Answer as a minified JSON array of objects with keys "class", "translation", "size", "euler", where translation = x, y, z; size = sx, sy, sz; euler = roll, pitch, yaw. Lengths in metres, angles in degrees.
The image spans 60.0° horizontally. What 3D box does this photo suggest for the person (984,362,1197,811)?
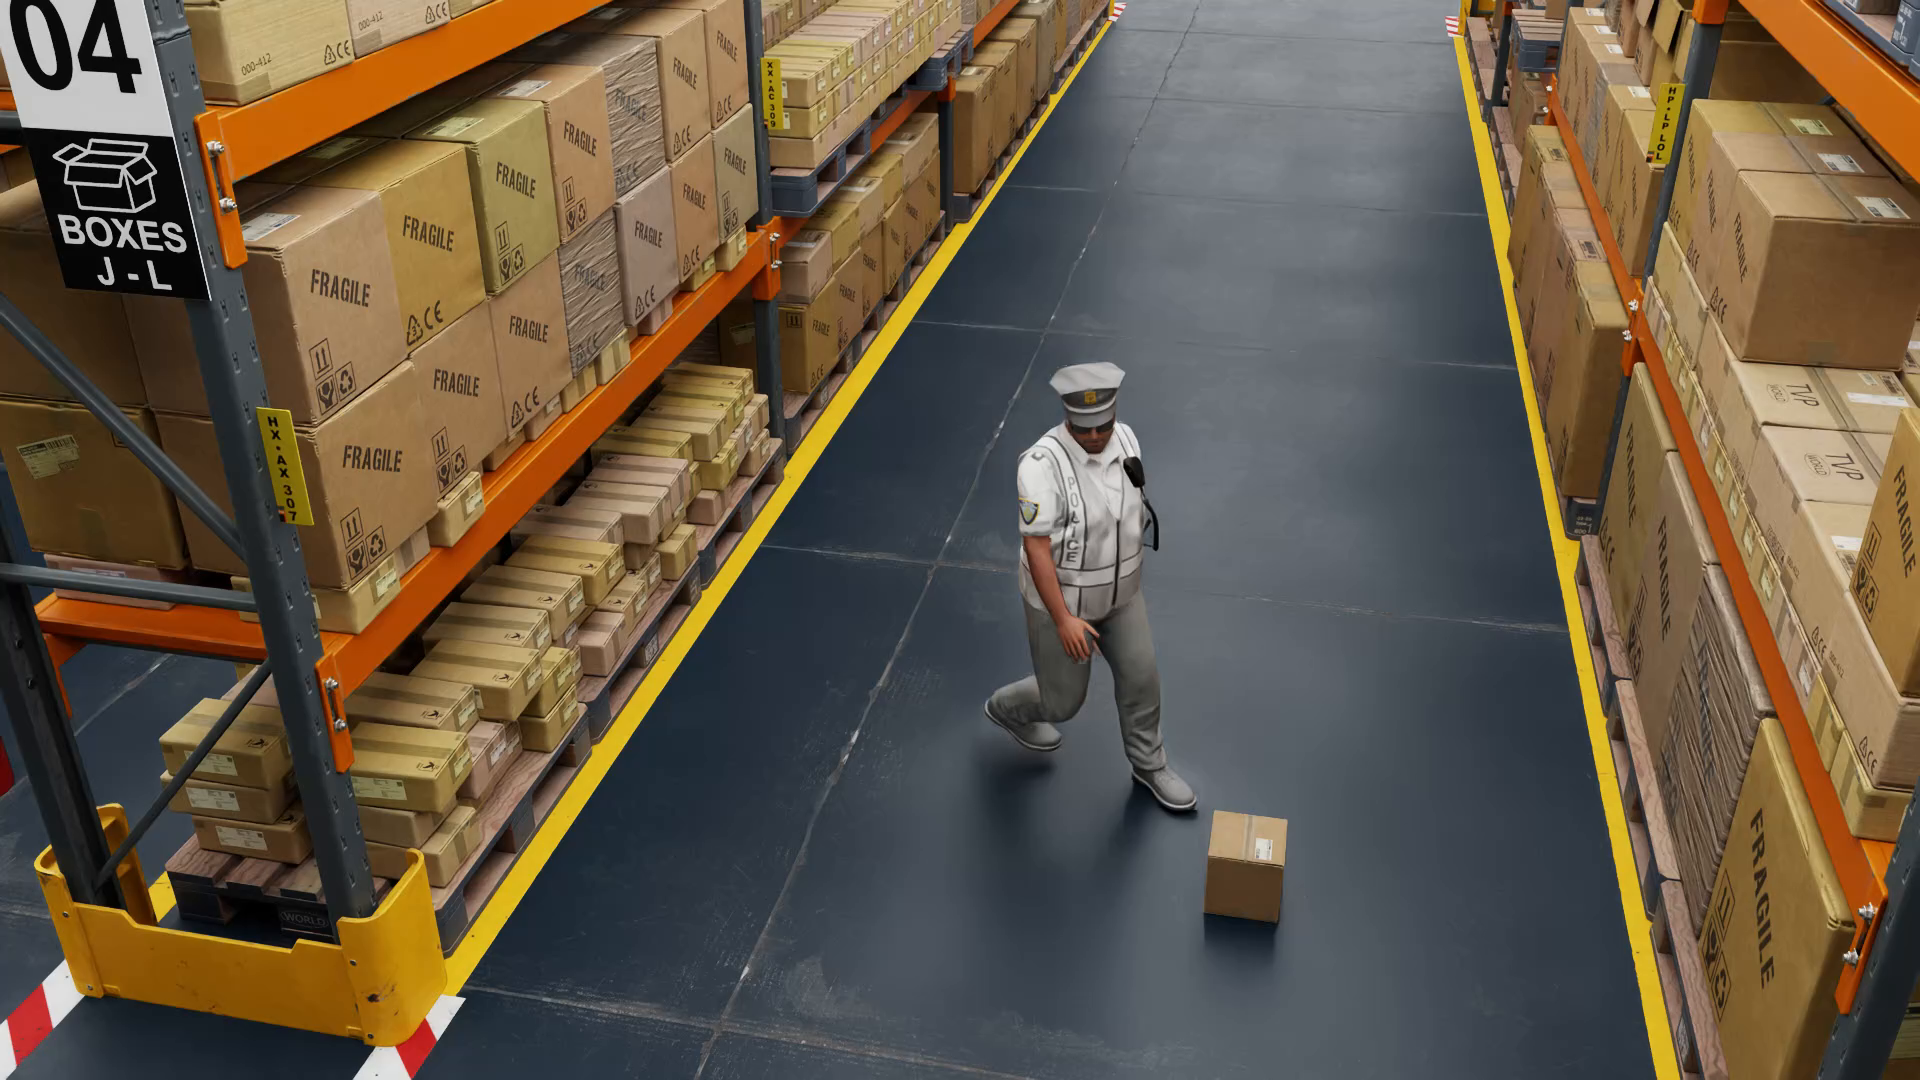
[{"class":"person","translation":[0.432,0.157,5.852],"size":[0.605,1.703,0.799],"euler":[-18,33,-29]}]
